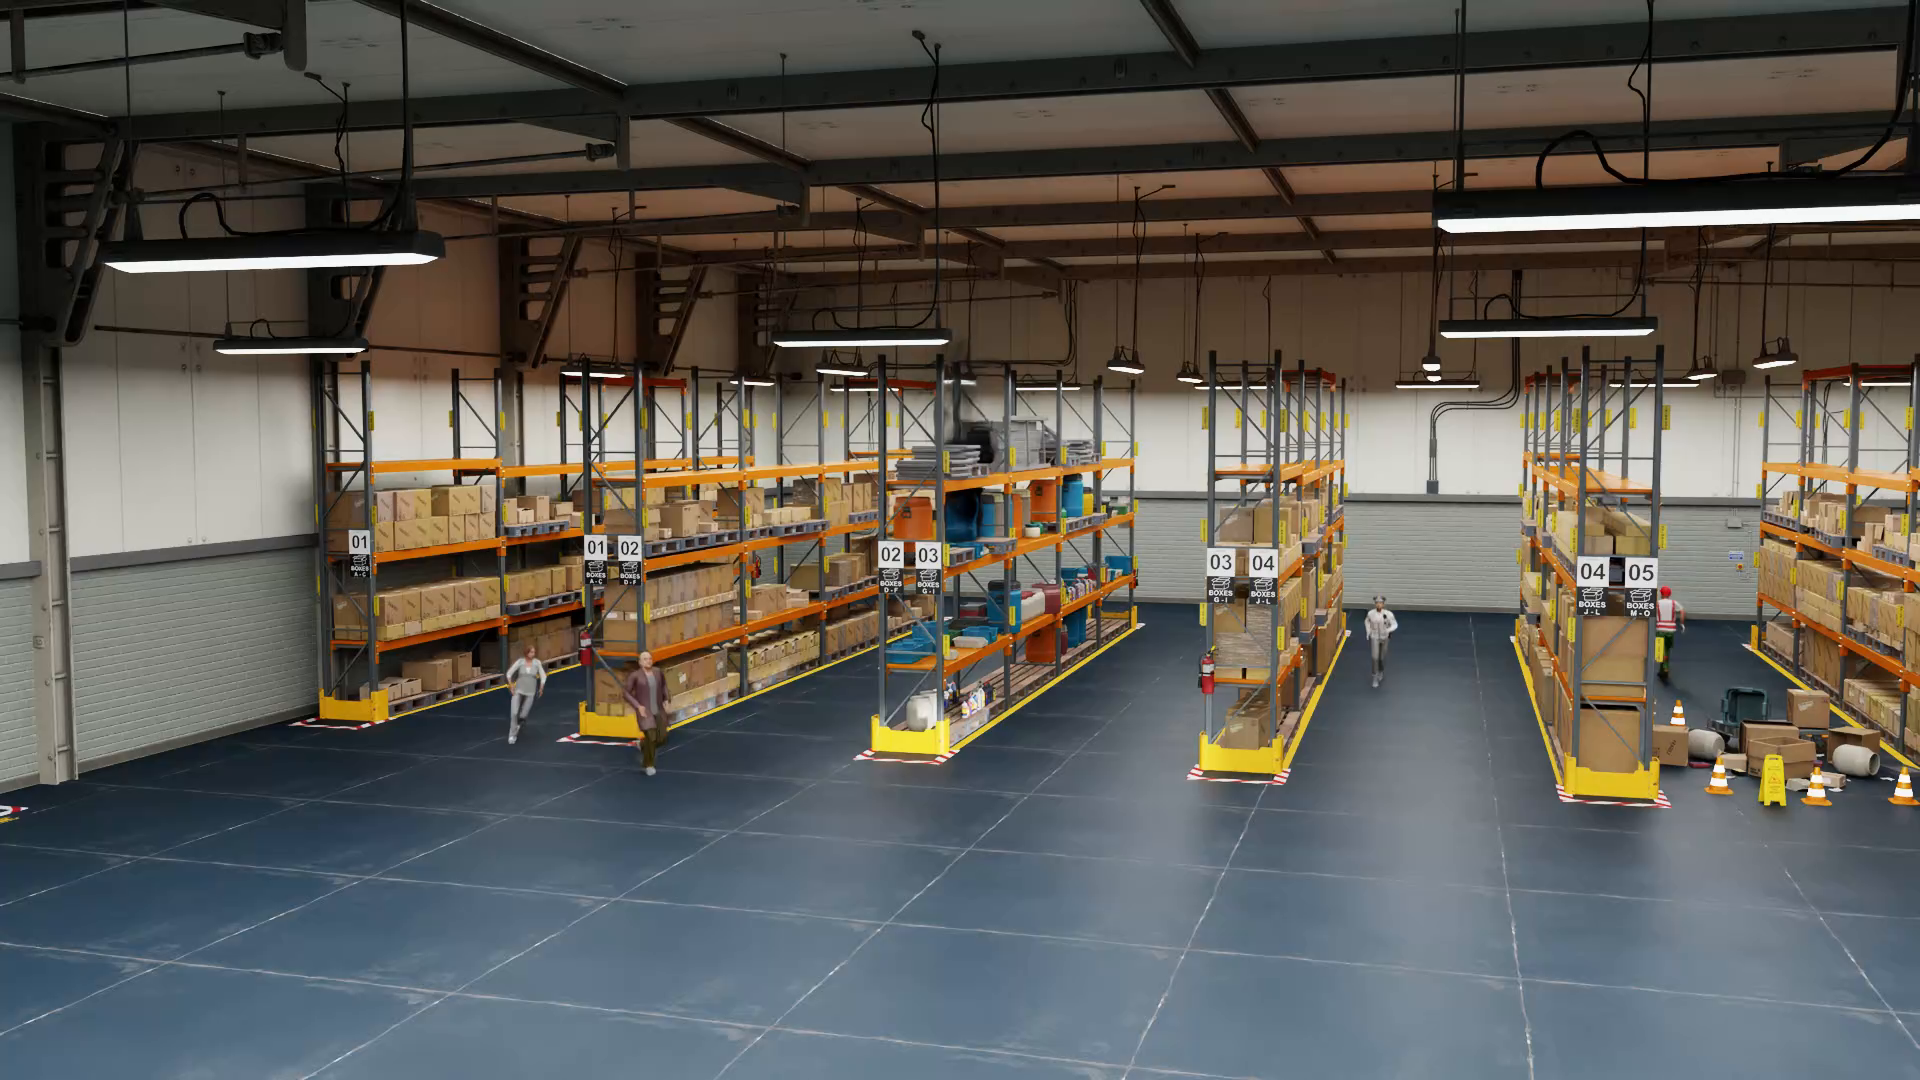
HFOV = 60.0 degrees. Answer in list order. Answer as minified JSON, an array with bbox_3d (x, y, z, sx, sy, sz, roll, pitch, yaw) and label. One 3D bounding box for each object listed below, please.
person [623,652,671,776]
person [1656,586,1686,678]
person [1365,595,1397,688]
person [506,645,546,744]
[{"bbox_3d":[-4.439,2.452,23.650,0.711,1.745,0.602,-3,5,-38],"label":"person"},{"bbox_3d":[13.612,1.780,32.102,0.660,1.790,0.984,1,4,10],"label":"person"},{"bbox_3d":[7.979,1.905,31.532,0.605,1.744,0.791,1,4,16],"label":"person"},{"bbox_3d":[-6.814,2.401,26.121,0.604,1.537,0.572,-1,4,-17],"label":"person"}]
